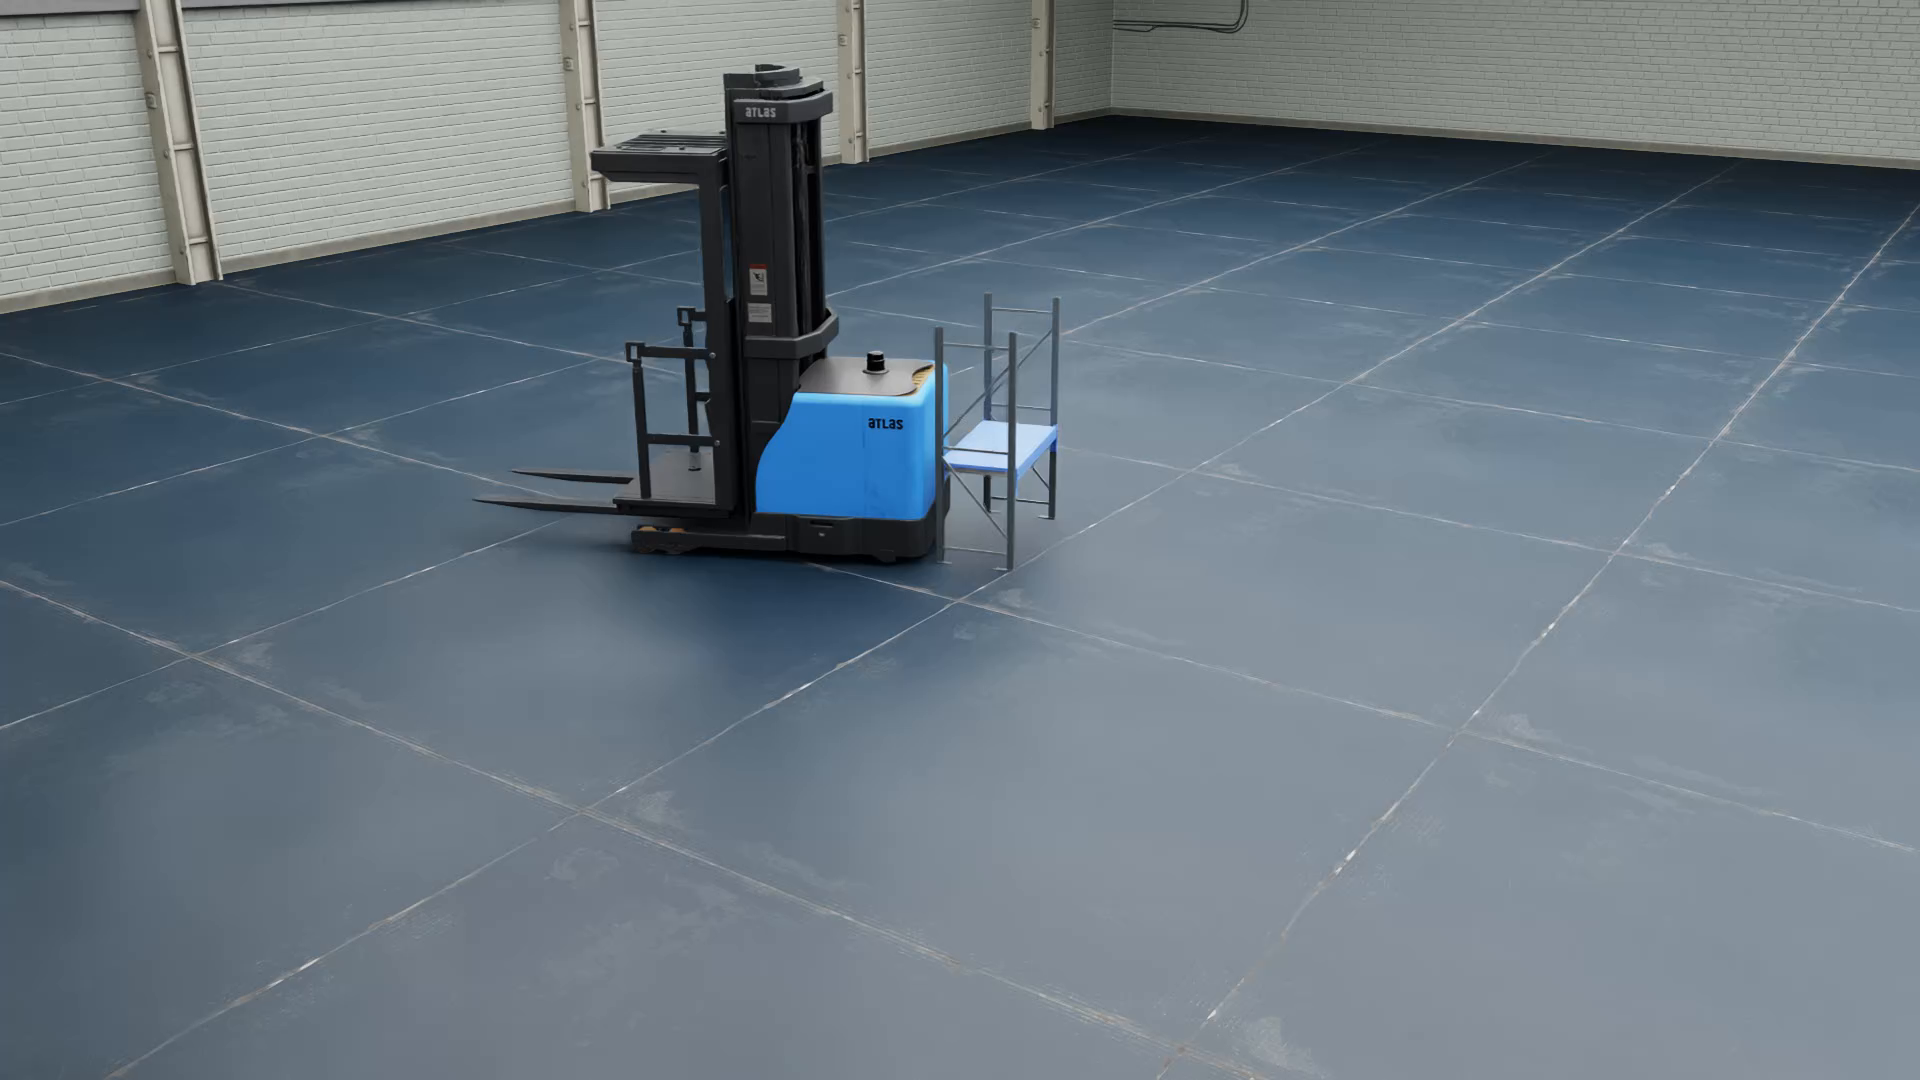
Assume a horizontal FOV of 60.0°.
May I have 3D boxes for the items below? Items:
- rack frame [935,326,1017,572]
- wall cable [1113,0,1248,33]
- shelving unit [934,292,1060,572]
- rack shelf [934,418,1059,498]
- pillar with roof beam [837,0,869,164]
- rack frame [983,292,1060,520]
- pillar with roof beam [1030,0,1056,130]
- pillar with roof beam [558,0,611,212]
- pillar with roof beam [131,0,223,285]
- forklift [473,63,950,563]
[{"bbox_3d":[0.094,-0.535,10.050,0.500,1.500,0.032,6,21,16],"label":"rack frame"},{"bbox_3d":[4.357,-11.418,33.138,3.097,2.526,0.112,13,24,32],"label":"wall cable"},{"bbox_3d":[0.247,-0.704,10.505,0.538,1.500,1.048,6,21,16],"label":"shelving unit"},{"bbox_3d":[0.247,-0.535,10.567,0.538,0.185,1.000,6,21,16],"label":"rack shelf"},{"bbox_3d":[1.795,-9.726,24.088,9.100,9.000,0.400,13,24,32],"label":"pillar with roof beam"},{"bbox_3d":[0.400,-0.872,10.960,0.500,1.500,0.032,6,21,16],"label":"rack frame"},{"bbox_3d":[5.167,-11.448,28.742,9.100,9.000,0.400,13,24,32],"label":"pillar with roof beam"},{"bbox_3d":[-1.578,-8.005,19.434,9.100,9.000,0.400,13,24,32],"label":"pillar with roof beam"},{"bbox_3d":[-4.951,-6.283,14.780,9.100,9.000,0.400,13,24,32],"label":"pillar with roof beam"},{"bbox_3d":[-1.629,-1.459,10.483,3.031,2.935,1.130,3,21,9],"label":"forklift"}]
